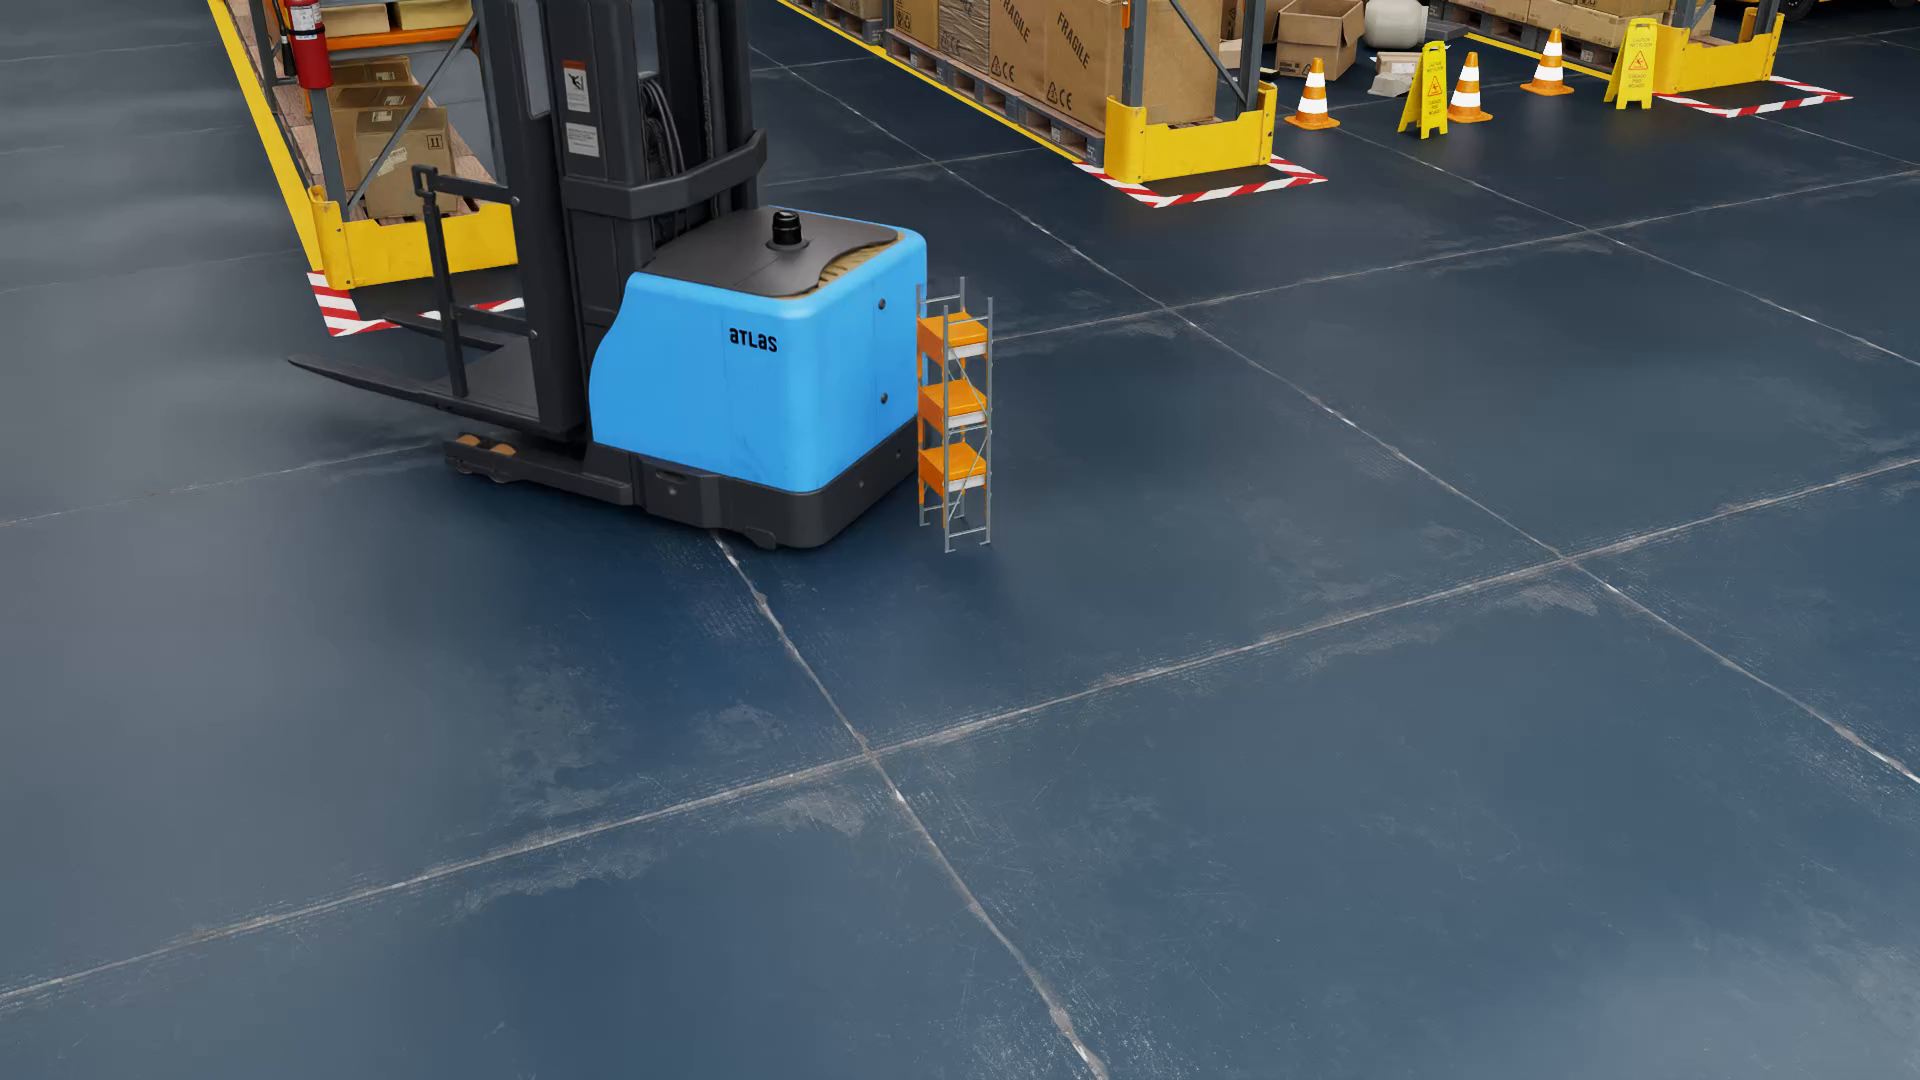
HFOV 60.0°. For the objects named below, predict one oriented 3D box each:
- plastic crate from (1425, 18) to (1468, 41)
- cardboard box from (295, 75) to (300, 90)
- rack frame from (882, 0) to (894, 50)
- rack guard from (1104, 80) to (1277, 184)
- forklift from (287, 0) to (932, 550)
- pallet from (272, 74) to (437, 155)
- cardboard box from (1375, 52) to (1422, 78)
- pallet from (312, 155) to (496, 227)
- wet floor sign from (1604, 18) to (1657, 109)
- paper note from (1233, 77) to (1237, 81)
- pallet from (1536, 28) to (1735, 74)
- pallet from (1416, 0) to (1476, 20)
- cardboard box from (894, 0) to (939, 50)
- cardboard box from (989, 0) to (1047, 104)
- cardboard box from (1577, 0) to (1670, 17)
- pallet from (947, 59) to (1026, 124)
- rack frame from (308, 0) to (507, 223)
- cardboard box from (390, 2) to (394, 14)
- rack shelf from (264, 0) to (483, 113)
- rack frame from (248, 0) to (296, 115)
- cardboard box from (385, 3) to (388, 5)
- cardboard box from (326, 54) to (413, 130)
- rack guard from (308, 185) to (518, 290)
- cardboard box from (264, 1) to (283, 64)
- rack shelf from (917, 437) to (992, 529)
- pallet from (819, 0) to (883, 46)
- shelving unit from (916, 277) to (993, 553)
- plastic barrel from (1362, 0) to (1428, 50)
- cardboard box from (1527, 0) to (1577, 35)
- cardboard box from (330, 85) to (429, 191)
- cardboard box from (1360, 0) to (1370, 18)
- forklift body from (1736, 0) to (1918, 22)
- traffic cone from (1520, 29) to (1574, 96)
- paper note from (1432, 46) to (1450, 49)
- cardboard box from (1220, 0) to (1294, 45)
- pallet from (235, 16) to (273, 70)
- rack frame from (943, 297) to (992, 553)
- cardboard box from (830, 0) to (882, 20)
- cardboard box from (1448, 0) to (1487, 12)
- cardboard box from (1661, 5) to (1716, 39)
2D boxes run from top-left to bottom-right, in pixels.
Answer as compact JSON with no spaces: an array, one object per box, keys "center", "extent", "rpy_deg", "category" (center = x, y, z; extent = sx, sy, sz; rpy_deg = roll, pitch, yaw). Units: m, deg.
[{"center":[4.176,-4.556,14.793],"extent":[0.583,0.080,0.402],"rpy_deg":[26,38,38],"category":"plastic crate"},{"center":[-4.573,-3.522,12.091],"extent":[0.500,0.500,0.500],"rpy_deg":[-14,32,-23],"category":"cardboard box"},{"center":[-0.185,-5.611,13.690],"extent":[1.000,3.000,0.127],"rpy_deg":[-13,32,-22],"category":"rack frame"},{"center":[1.542,-2.743,11.131],"extent":[1.175,0.500,0.348],"rpy_deg":[-13,32,-22],"category":"rack guard"},{"center":[-1.670,-1.735,6.848],"extent":[3.031,2.935,1.130],"rpy_deg":[14,32,24],"category":"forklift"},{"center":[-4.388,-3.109,12.078],"extent":[1.003,0.211,1.213],"rpy_deg":[-13,32,-22],"category":"pallet"},{"center":[3.573,-3.839,13.445],"extent":[0.380,0.149,0.250],"rpy_deg":[2,29,4],"category":"cardboard box"},{"center":[-3.340,-2.031,10.156],"extent":[1.003,0.211,1.213],"rpy_deg":[-13,32,-22],"category":"pallet"},{"center":[5.075,-3.593,12.497],"extent":[0.267,0.644,0.232],"rpy_deg":[-3,29,-5],"category":"wet floor sign"},{"center":[2.205,-3.694,13.327],"extent":[0.032,0.001,0.123],"rpy_deg":[2,29,4],"category":"paper note"},{"center":[5.610,-4.112,13.867],"extent":[1.003,0.211,1.213],"rpy_deg":[-13,32,-22],"category":"pallet"},{"center":[4.562,-5.190,15.789],"extent":[1.003,0.211,1.213],"rpy_deg":[-13,32,-22],"category":"pallet"},{"center":[0.022,-4.575,13.585],"extent":[0.875,0.875,0.875],"rpy_deg":[-13,32,-21],"category":"cardboard box"},{"center":[0.802,-3.775,12.157],"extent":[0.875,0.875,0.875],"rpy_deg":[-14,32,-23],"category":"cardboard box"},{"center":[5.380,-4.538,13.392],"extent":[0.500,0.500,0.500],"rpy_deg":[-13,32,-22],"category":"cardboard box"},{"center":[0.598,-3.503,12.781],"extent":[1.003,0.211,1.213],"rpy_deg":[-13,32,-22],"category":"pallet"},{"center":[-2.991,-2.847,8.761],"extent":[1.000,3.000,0.127],"rpy_deg":[-13,32,-22],"category":"rack frame"},{"center":[-2.988,-3.028,9.340],"extent":[0.380,0.149,0.250],"rpy_deg":[-13,32,-22],"category":"cardboard box"},{"center":[-3.850,-3.417,10.512],"extent":[1.077,0.370,4.000],"rpy_deg":[-13,32,-22],"category":"rack shelf"},{"center":[-4.708,-4.614,11.912],"extent":[1.000,3.000,0.127],"rpy_deg":[-13,32,-22],"category":"rack frame"},{"center":[-3.208,-3.248,9.732],"extent":[0.380,0.149,0.250],"rpy_deg":[-13,32,-22],"category":"cardboard box"},{"center":[-3.982,-3.013,11.183],"extent":[0.500,0.500,0.500],"rpy_deg":[-16,33,-26],"category":"cardboard box"},{"center":[-3.024,-1.791,9.432],"extent":[1.175,0.500,0.348],"rpy_deg":[-13,32,-22],"category":"rack guard"},{"center":[-4.952,-3.992,12.908],"extent":[0.700,0.500,0.500],"rpy_deg":[-16,33,-26],"category":"cardboard box"},{"center":[-0.023,-0.230,6.676],"extent":[0.215,0.259,0.240],"rpy_deg":[-13,32,-22],"category":"rack shelf"},{"center":[-0.584,-4.720,14.951],"extent":[1.003,0.211,1.213],"rpy_deg":[-13,32,-22],"category":"pallet"},{"center":[-0.023,-0.482,6.535],"extent":[0.215,1.050,0.252],"rpy_deg":[-13,32,-22],"category":"shelving unit"},{"center":[3.705,-4.399,14.162],"extent":[0.512,0.421,0.421],"rpy_deg":[7,30,13],"category":"plastic barrel"},{"center":[5.154,-4.443,13.989],"extent":[0.500,0.250,0.500],"rpy_deg":[-13,32,-22],"category":"cardboard box"},{"center":[-3.532,-2.476,10.226],"extent":[0.500,0.500,0.500],"rpy_deg":[-5,30,-9],"category":"cardboard box"},{"center":[3.473,-4.847,14.880],"extent":[0.500,0.500,0.500],"rpy_deg":[7,30,13],"category":"cardboard box"},{"center":[7.979,-6.056,15.352],"extent":[2.313,2.155,1.214],"rpy_deg":[-13,32,-22],"category":"forklift body"},{"center":[4.610,-3.741,12.948],"extent":[0.336,0.463,0.334],"rpy_deg":[-13,32,-22],"category":"traffic cone"},{"center":[4.114,-4.239,14.278],"extent":[0.148,0.019,0.142],"rpy_deg":[26,38,38],"category":"paper note"},{"center":[2.510,-4.554,14.218],"extent":[0.797,0.637,0.503],"rpy_deg":[-13,32,-22],"category":"cardboard box"},{"center":[-5.571,-4.281,14.169],"extent":[1.003,0.211,1.213],"rpy_deg":[-13,32,-22],"category":"pallet"},{"center":[0.029,-0.428,6.439],"extent":[0.200,1.050,0.008],"rpy_deg":[-13,32,-22],"category":"rack frame"},{"center":[-0.533,-5.068,14.592],"extent":[1.050,0.750,0.750],"rpy_deg":[-13,32,-22],"category":"cardboard box"},{"center":[4.721,-4.894,14.793],"extent":[0.500,0.250,0.500],"rpy_deg":[-14,32,-23],"category":"cardboard box"},{"center":[5.863,-4.326,13.781],"extent":[0.500,0.250,0.500],"rpy_deg":[-13,32,-22],"category":"cardboard box"}]
